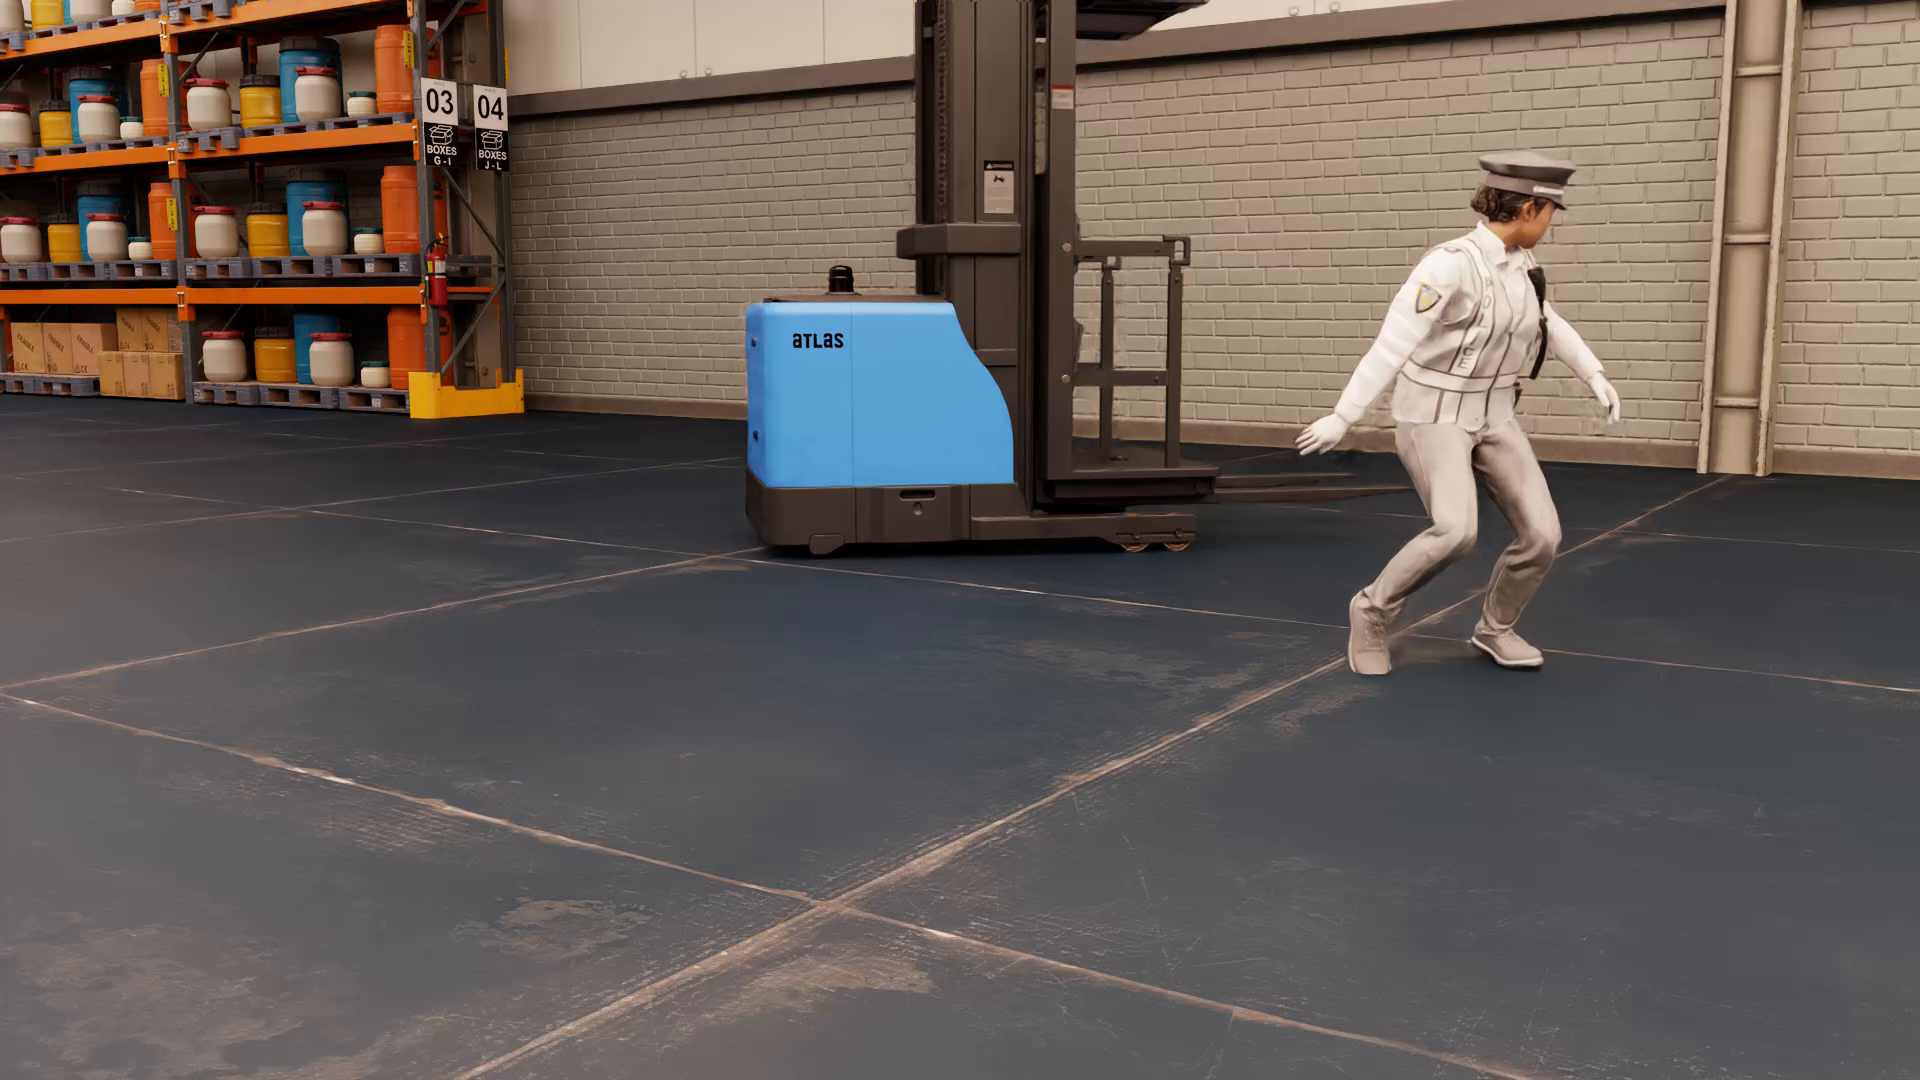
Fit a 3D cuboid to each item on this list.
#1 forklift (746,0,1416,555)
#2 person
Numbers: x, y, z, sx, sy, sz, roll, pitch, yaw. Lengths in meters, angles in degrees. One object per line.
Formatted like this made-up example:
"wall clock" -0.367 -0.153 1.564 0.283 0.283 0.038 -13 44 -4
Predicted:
"forklift" 0.565 -1.471 7.538 3.031 2.935 1.130 -2 8 -12
"person" 1.433 -0.319 4.743 0.914 1.533 0.494 -4 9 -27
